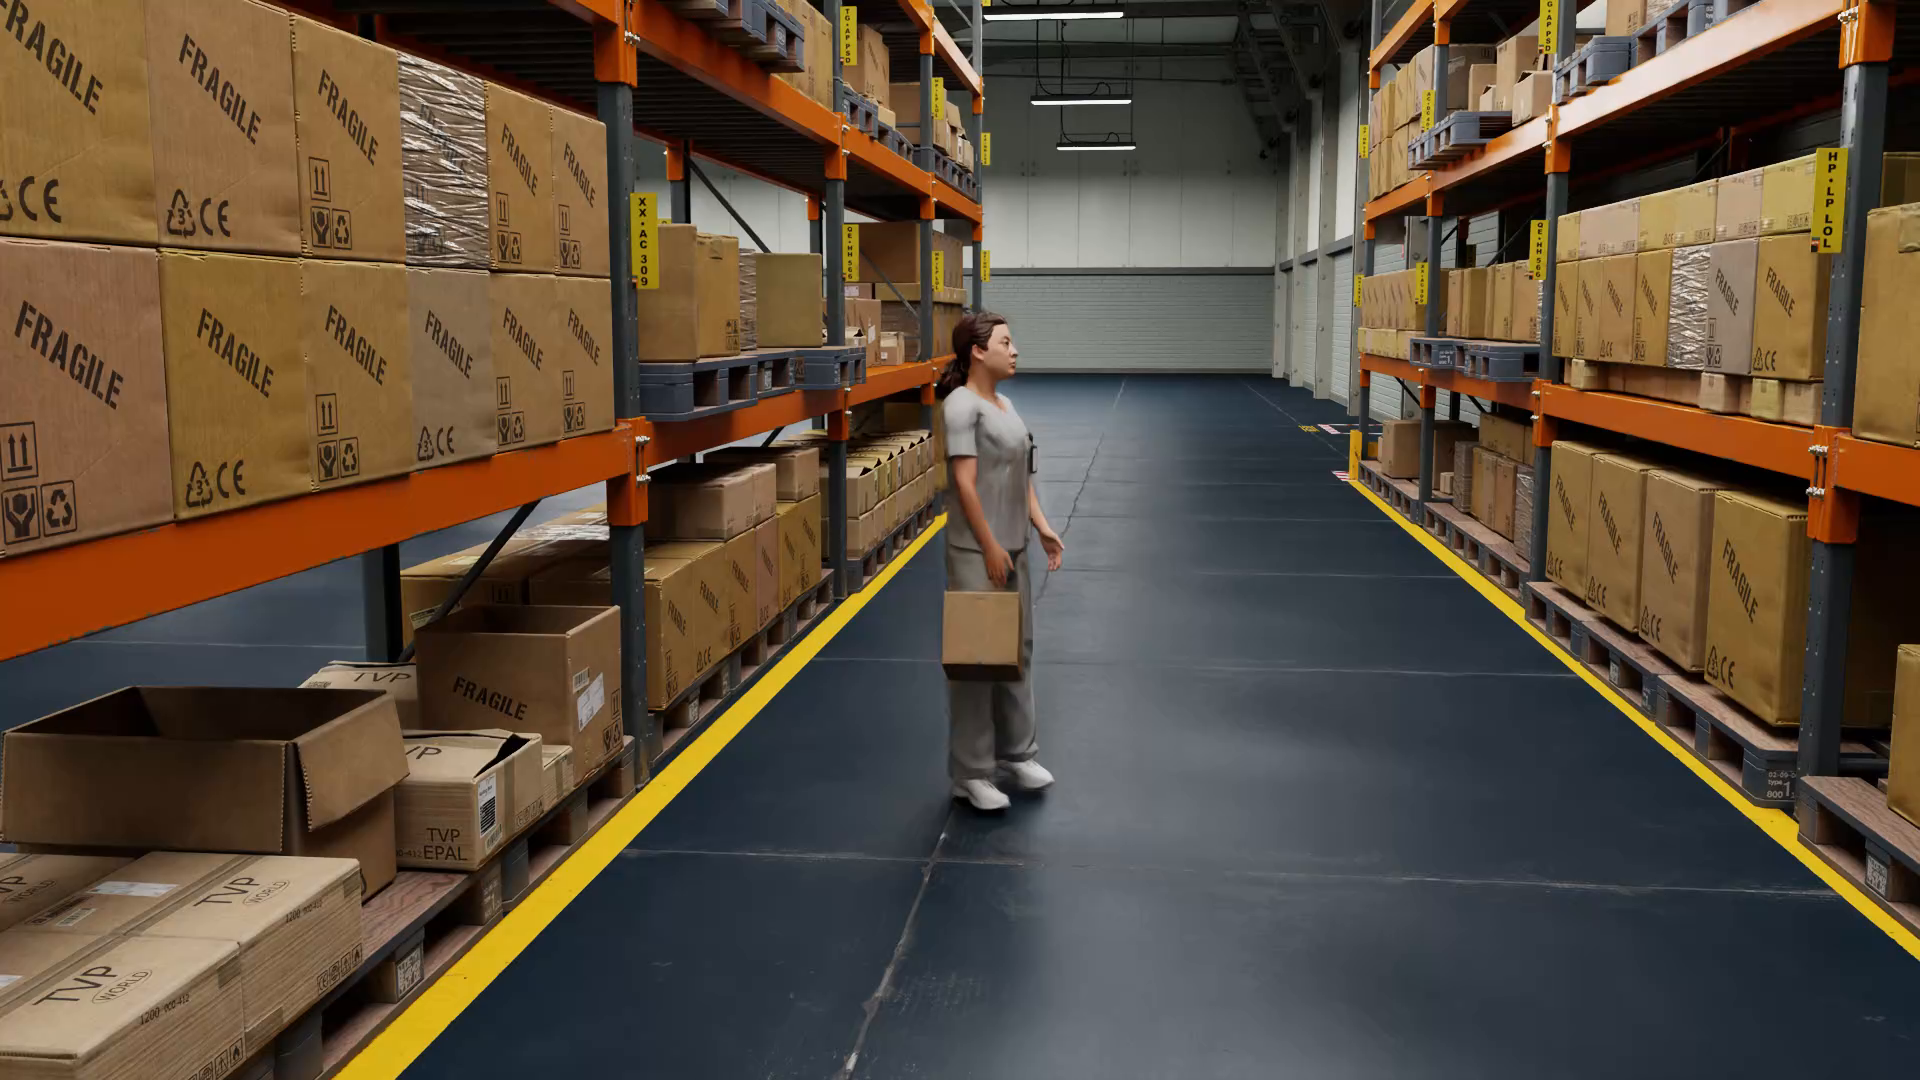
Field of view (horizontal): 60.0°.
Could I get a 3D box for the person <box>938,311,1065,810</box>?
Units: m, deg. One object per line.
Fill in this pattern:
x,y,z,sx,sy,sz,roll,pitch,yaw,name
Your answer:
0.107,0.051,5.788,0.440,1.684,0.530,4,9,27,person
